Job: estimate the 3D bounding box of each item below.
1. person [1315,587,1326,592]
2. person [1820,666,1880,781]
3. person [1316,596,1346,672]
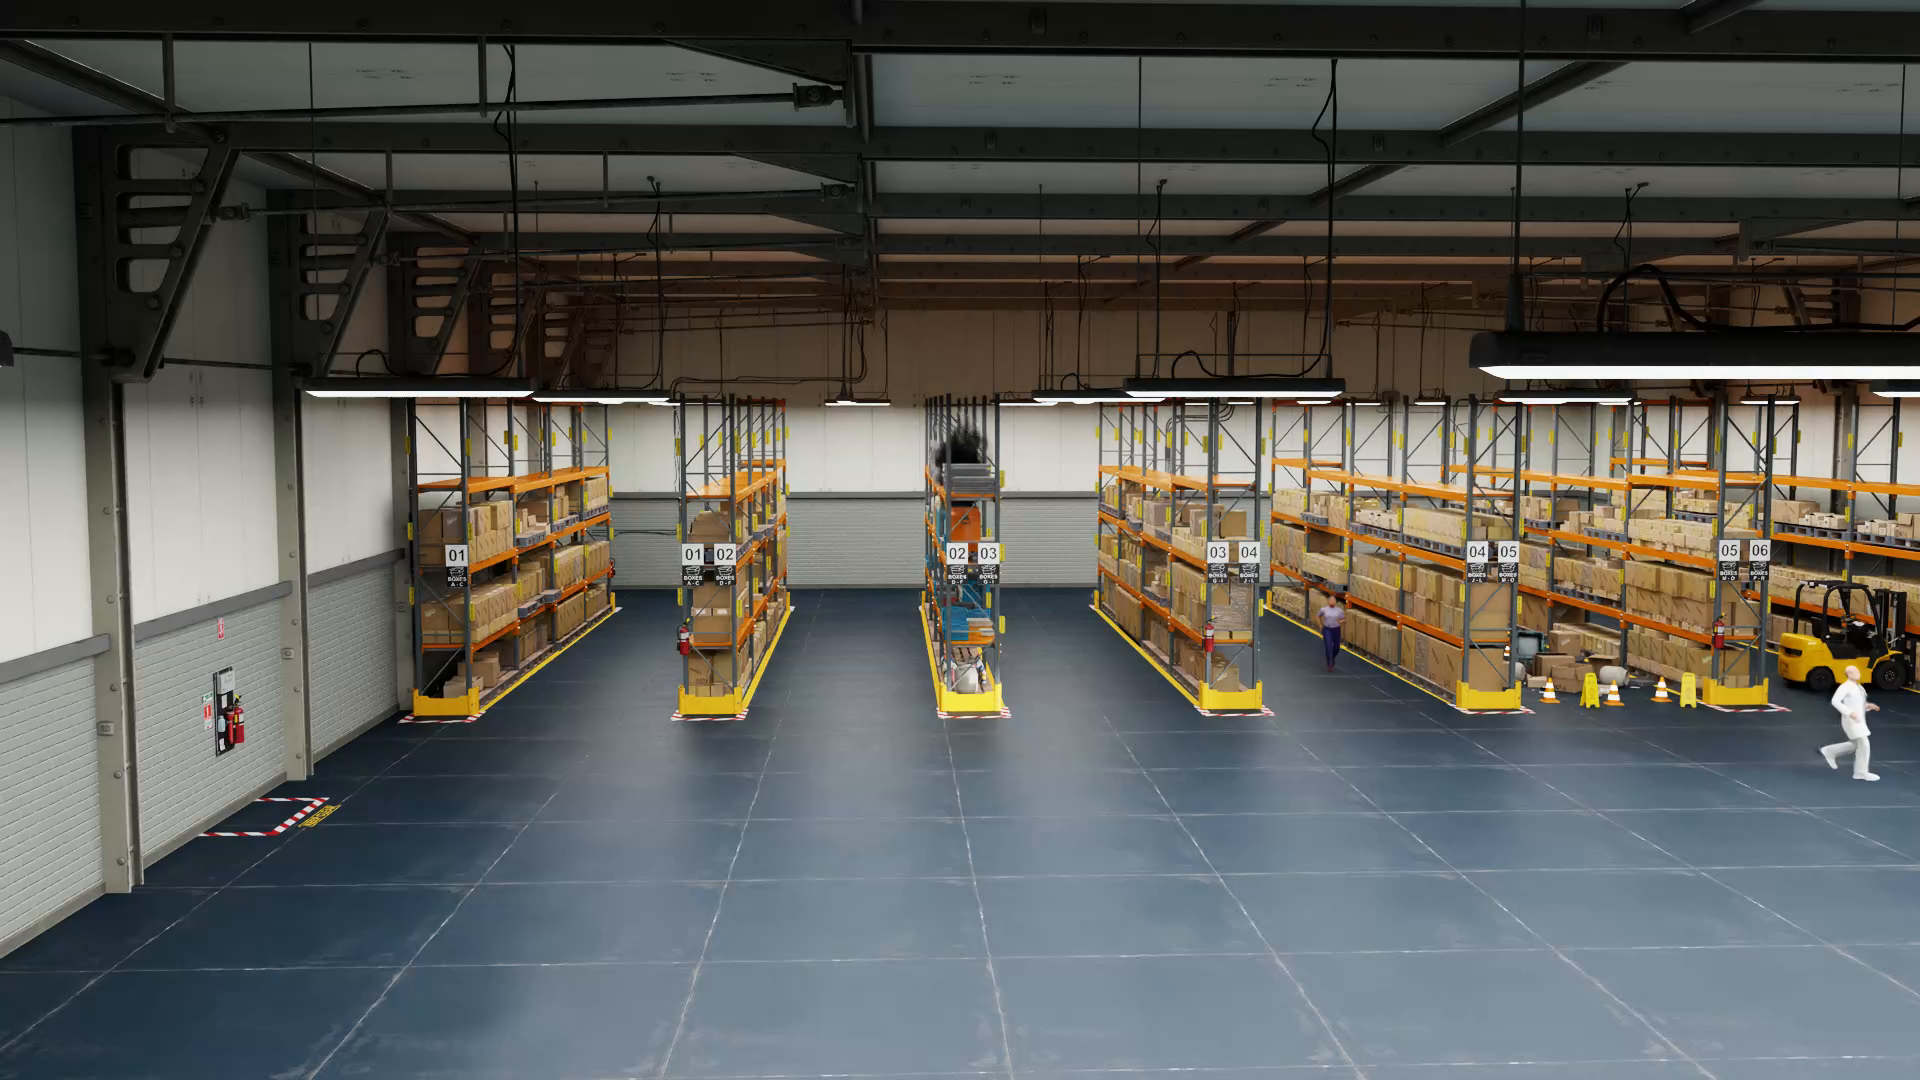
[{"bbox_3d":[10.558,1.035,48.733,0.677,1.731,0.697,-4,6,-44],"label":"person"},{"bbox_3d":[13.803,2.815,25.771,0.720,1.745,0.896,-4,6,-44],"label":"person"},{"bbox_3d":[8.114,2.026,36.324,0.614,1.624,0.923,0,5,0],"label":"person"}]
